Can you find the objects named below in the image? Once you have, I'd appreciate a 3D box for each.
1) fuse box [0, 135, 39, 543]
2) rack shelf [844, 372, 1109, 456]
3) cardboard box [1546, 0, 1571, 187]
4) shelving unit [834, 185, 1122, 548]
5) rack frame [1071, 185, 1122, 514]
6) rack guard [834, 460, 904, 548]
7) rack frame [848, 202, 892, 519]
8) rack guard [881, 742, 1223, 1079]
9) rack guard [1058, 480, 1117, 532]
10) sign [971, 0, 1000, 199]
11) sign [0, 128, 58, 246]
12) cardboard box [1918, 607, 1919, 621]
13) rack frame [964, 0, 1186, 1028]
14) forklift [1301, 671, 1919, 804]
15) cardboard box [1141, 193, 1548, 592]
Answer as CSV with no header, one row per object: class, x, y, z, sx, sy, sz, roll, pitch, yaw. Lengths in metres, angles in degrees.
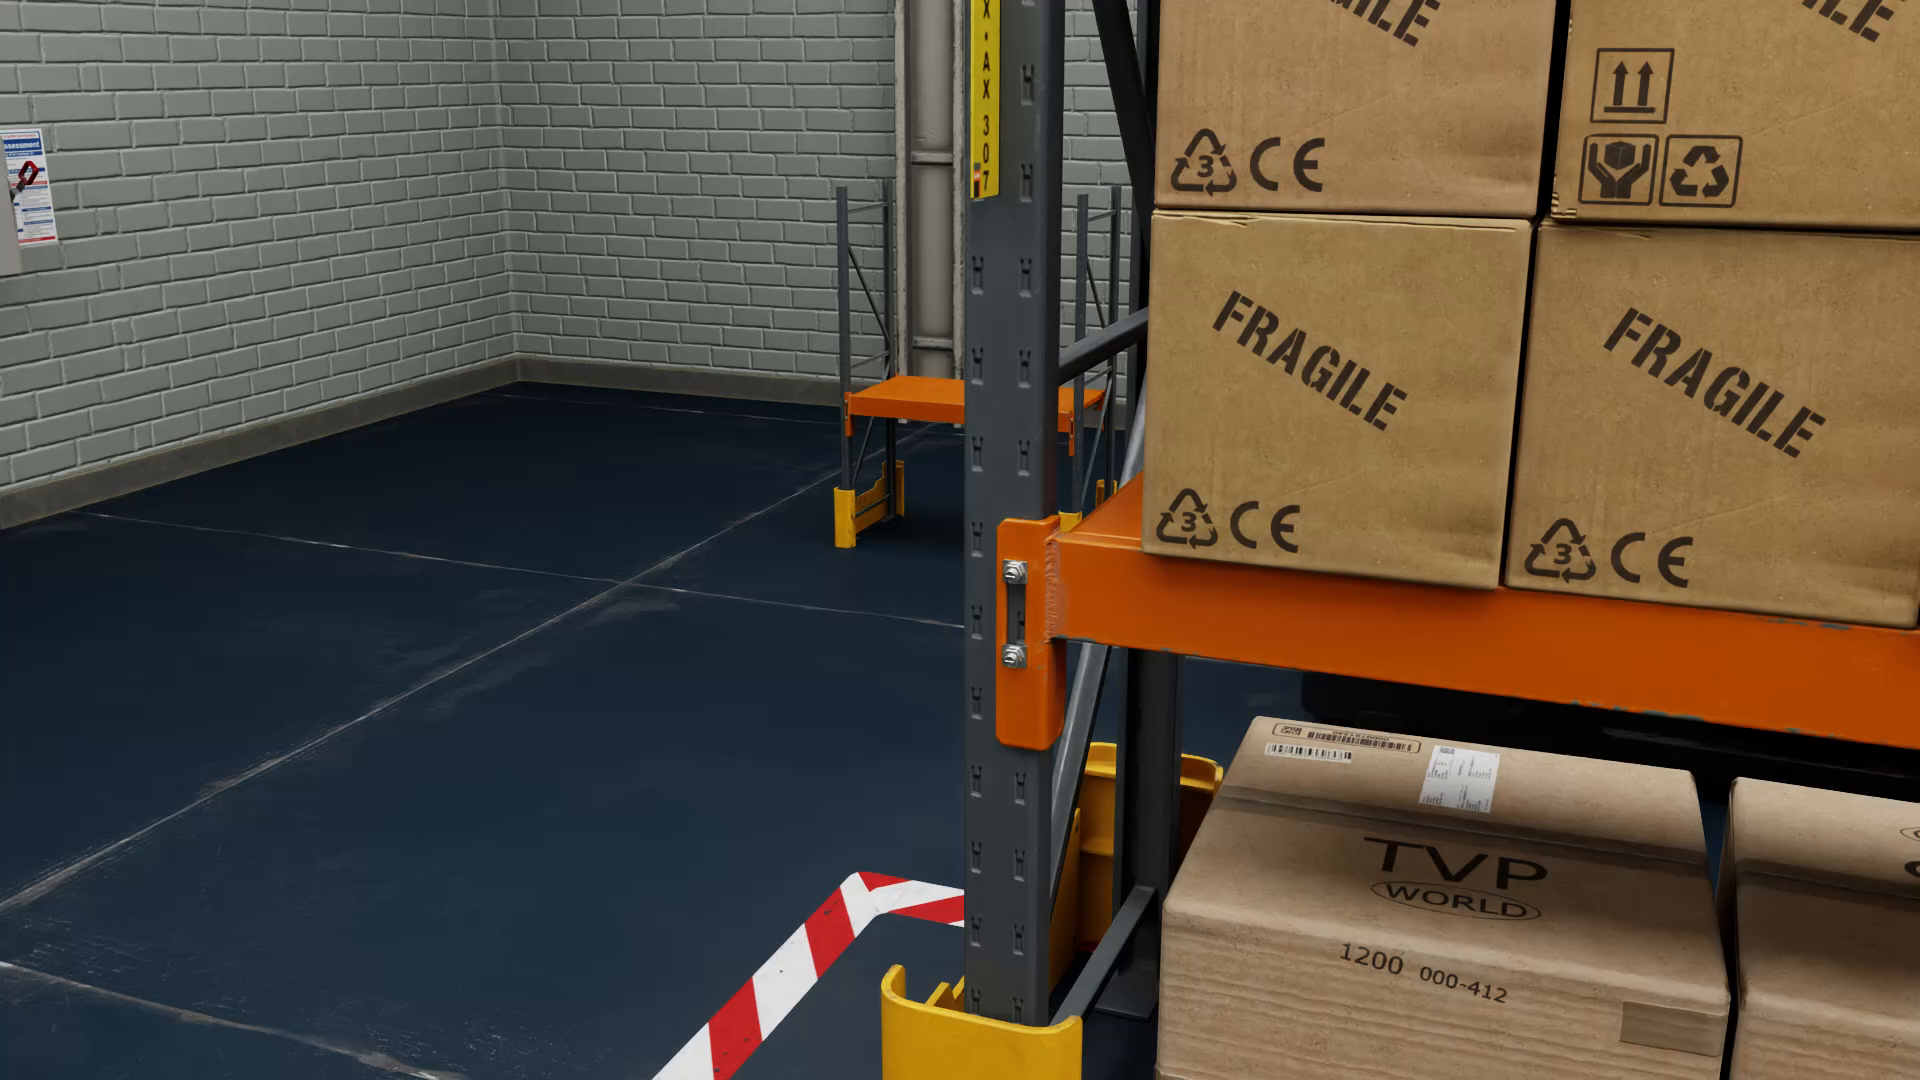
fuse box,-4.103,-0.815,6.911,0.414,1.711,0.539,6,17,21
rack shelf,0.079,-0.539,6.985,1.000,0.185,0.538,6,17,21
cardboard box,0.780,-0.873,2.829,0.500,0.500,0.500,7,18,22
shelving unit,0.071,-0.712,6.938,1.083,1.500,0.587,6,17,21
rack frame,0.552,-0.660,6.755,0.032,1.500,0.500,6,17,21
rack guard,-0.392,-0.163,7.287,0.087,0.250,0.587,6,17,21
rack frame,-0.393,-0.764,7.115,0.013,1.308,0.475,6,17,21
rack guard,0.222,0.865,3.297,0.348,0.500,1.175,6,17,21
rack guard,0.534,-0.061,6.936,0.087,0.250,0.587,6,17,21
sign,0.035,-0.643,2.314,0.005,0.325,0.100,6,17,21
sign,-4.114,-1.537,7.258,0.001,0.494,0.329,6,17,21
cardboard box,1.533,-0.156,2.151,0.500,0.500,0.500,6,17,20
rack frame,0.244,-0.333,2.940,0.127,3.000,1.000,6,17,21
forklift,2.621,-0.777,4.593,3.031,2.935,1.130,7,18,22
cardboard box,0.586,-0.257,2.500,0.500,0.500,0.500,6,17,20
